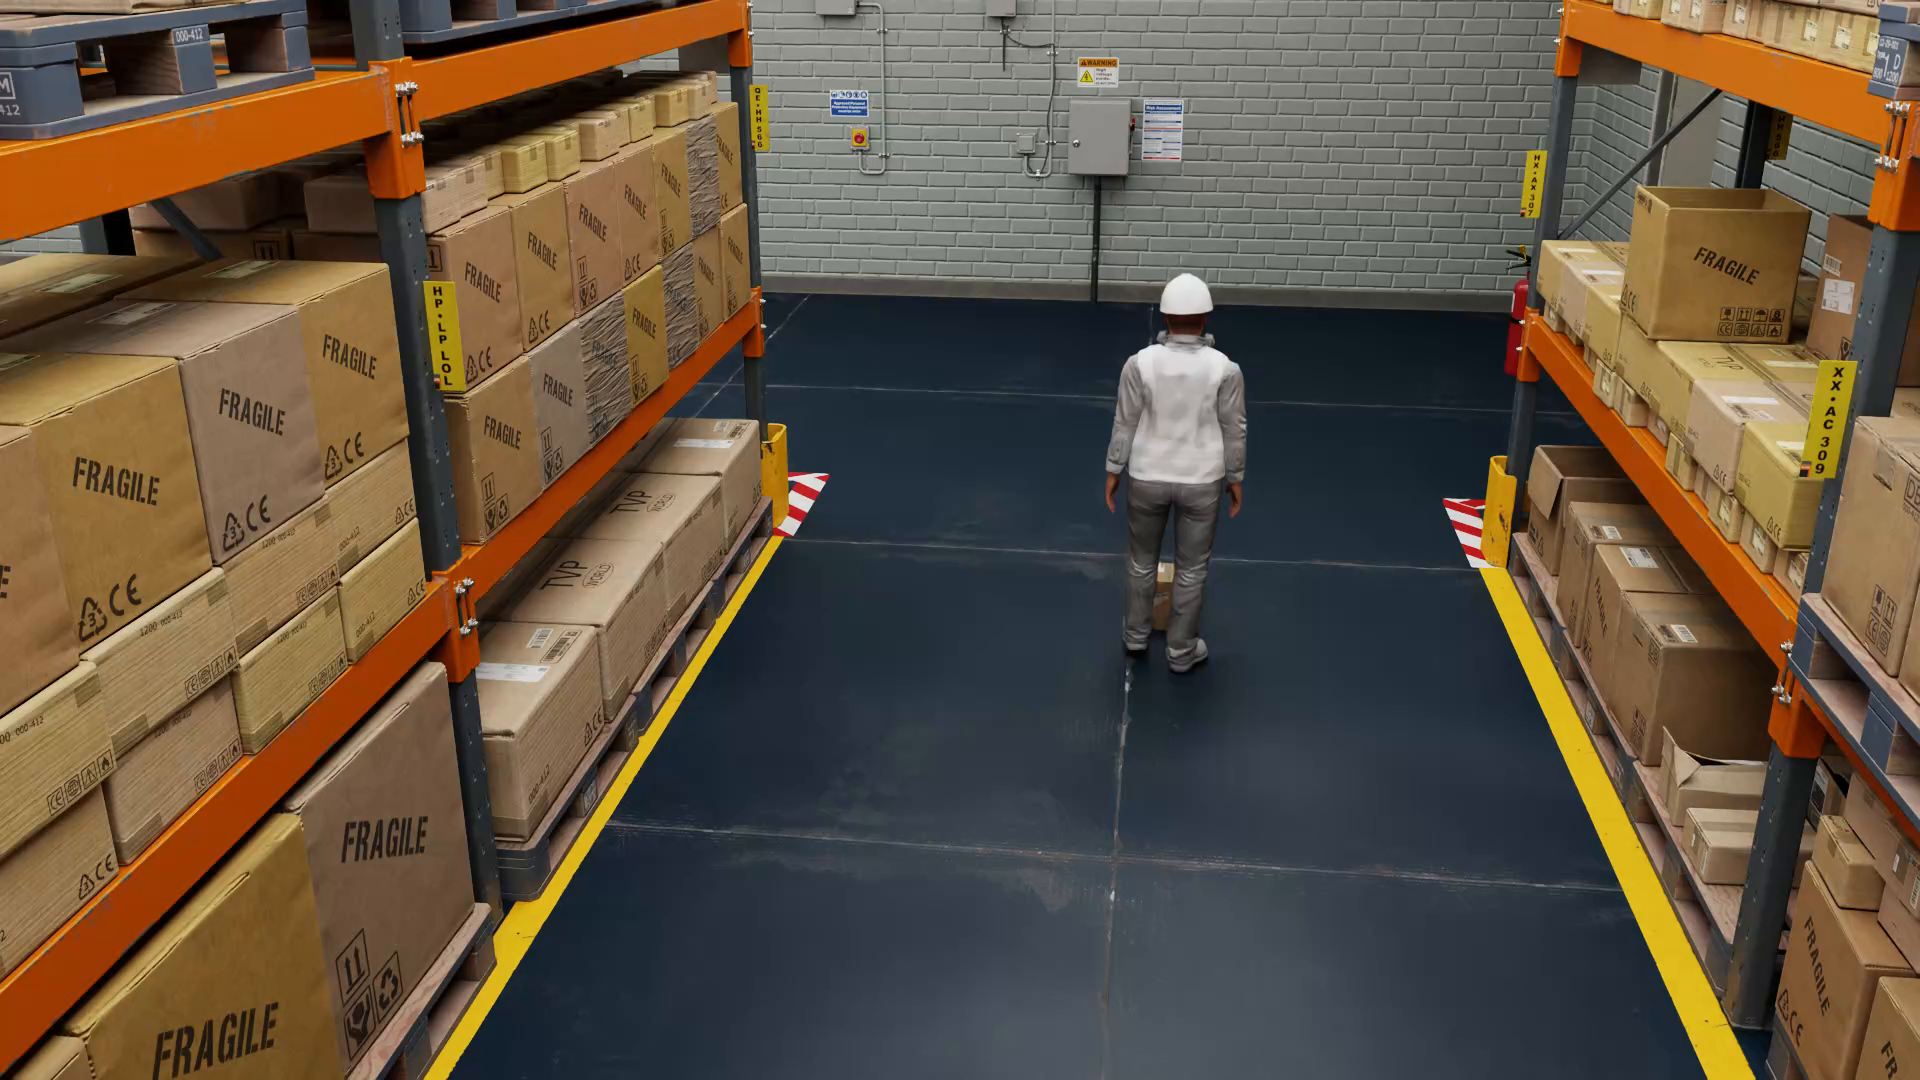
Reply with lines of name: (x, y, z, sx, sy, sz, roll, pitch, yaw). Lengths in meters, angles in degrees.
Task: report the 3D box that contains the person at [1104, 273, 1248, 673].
person: (0.952, -0.296, 7.304, 0.600, 1.794, 0.516, 4, 21, 11)
